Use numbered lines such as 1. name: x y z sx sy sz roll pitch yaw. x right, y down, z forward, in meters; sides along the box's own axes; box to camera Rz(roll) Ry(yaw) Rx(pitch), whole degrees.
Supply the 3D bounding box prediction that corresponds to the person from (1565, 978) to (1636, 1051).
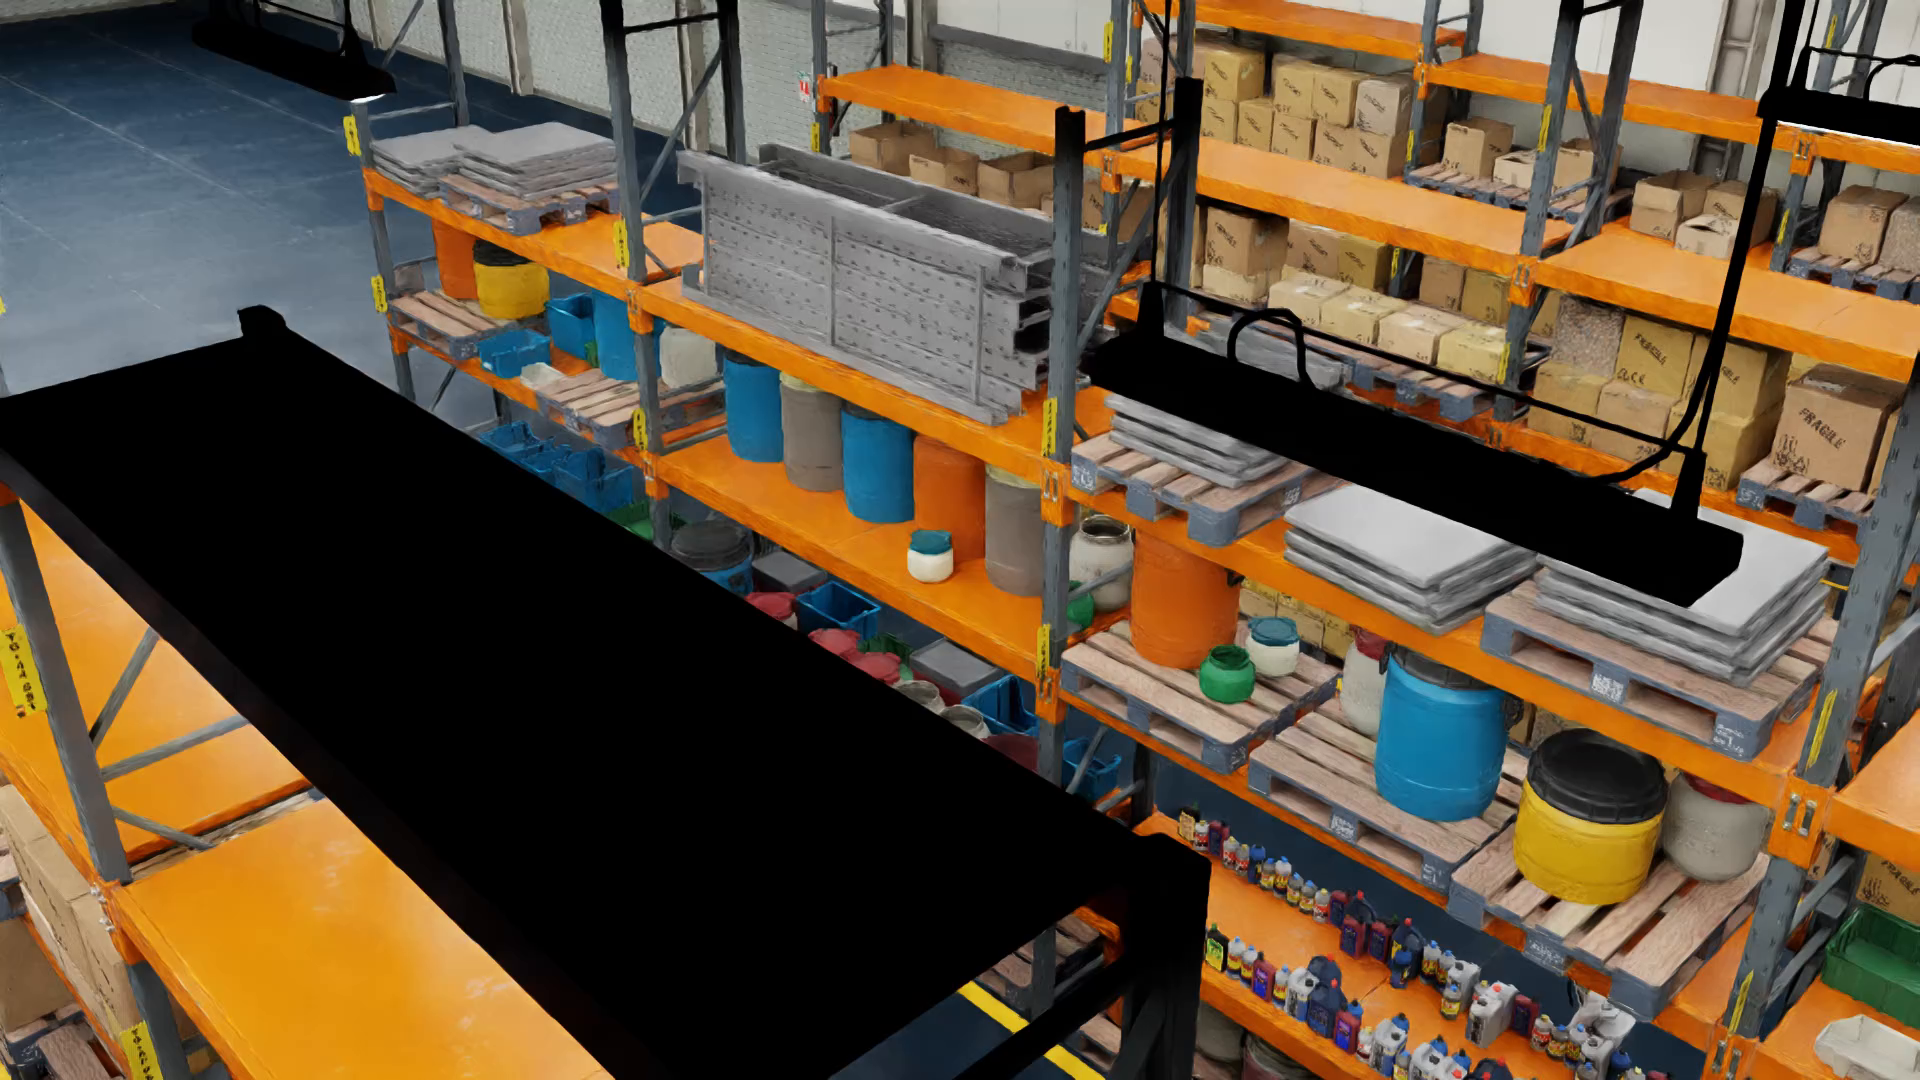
1. person: 3.804 2.848 9.839 0.506 1.632 0.639 25 37 38
